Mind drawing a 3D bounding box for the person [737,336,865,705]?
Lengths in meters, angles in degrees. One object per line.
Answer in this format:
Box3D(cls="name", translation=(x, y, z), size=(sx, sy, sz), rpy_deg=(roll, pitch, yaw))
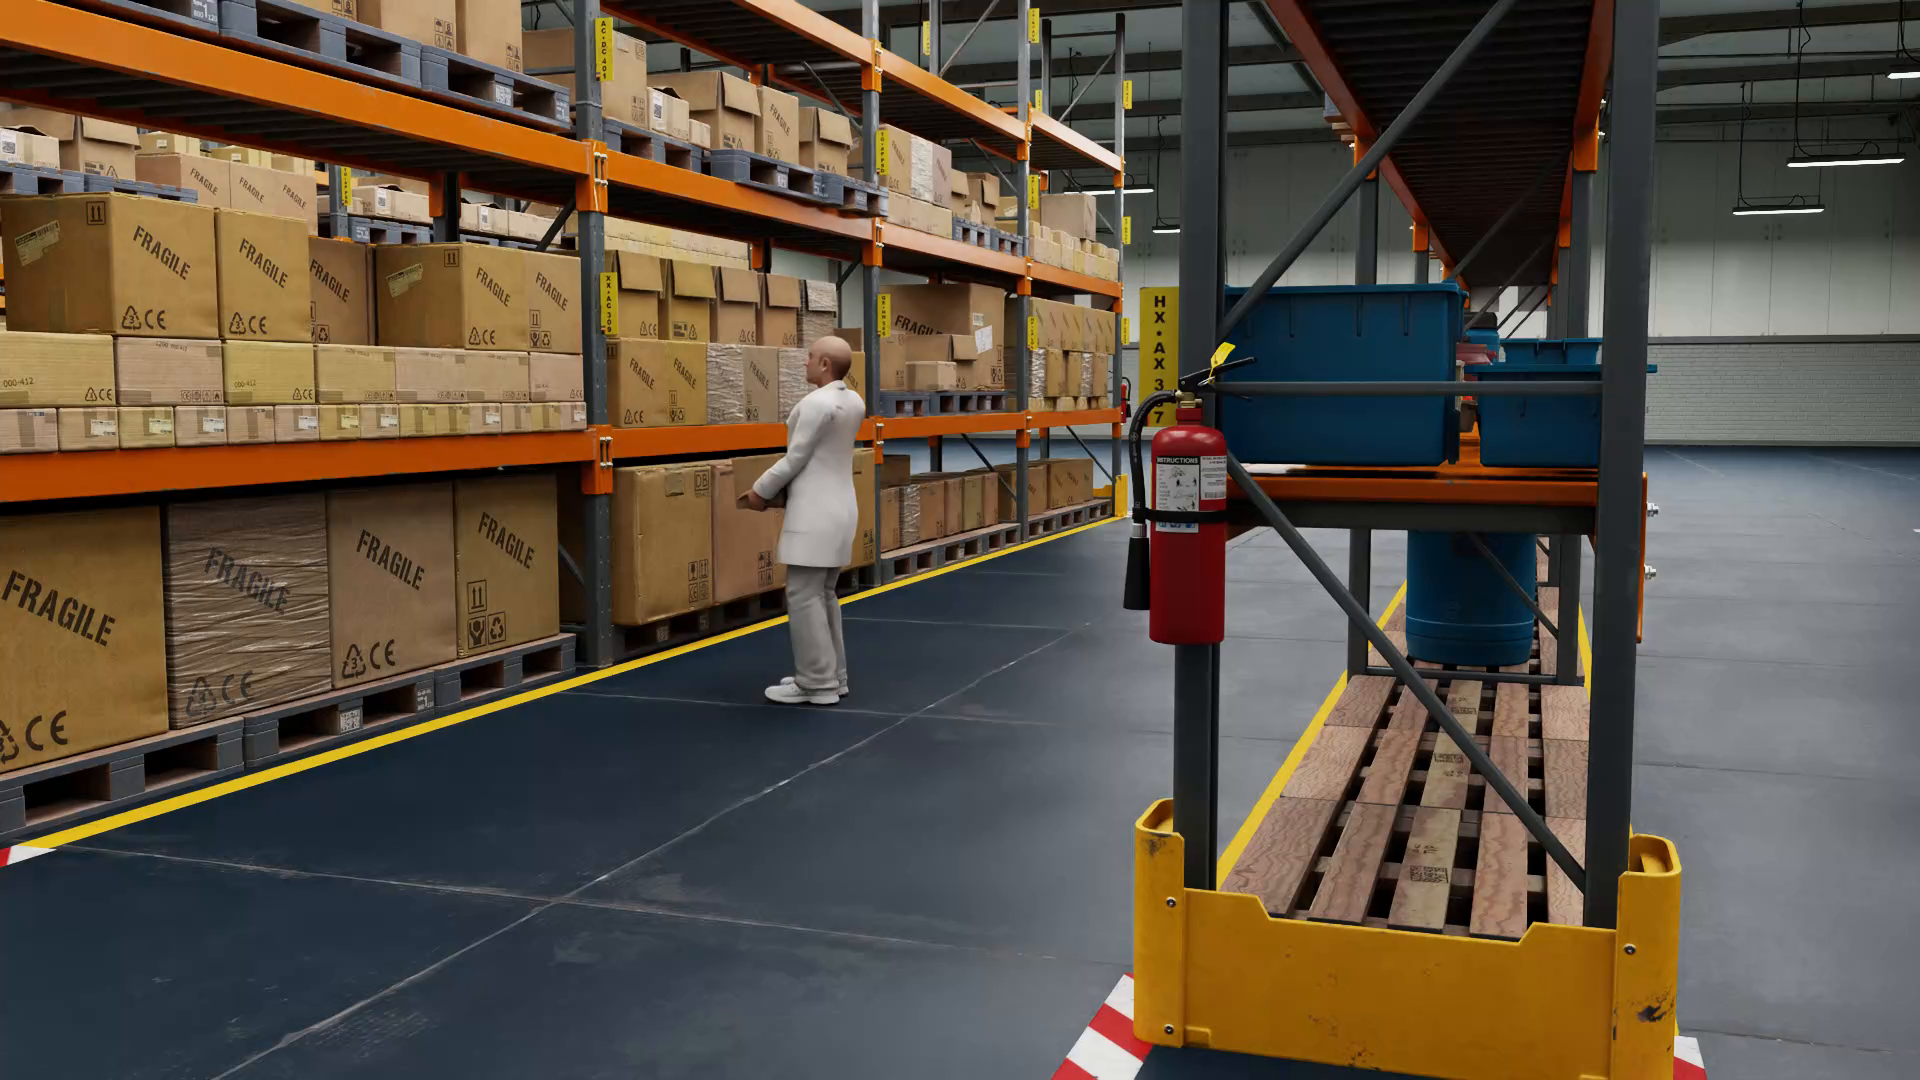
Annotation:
Box3D(cls="person", translation=(-0.778, -0.103, 8.116), size=(0.561, 1.769, 0.526), rpy_deg=(2, 5, 19))
